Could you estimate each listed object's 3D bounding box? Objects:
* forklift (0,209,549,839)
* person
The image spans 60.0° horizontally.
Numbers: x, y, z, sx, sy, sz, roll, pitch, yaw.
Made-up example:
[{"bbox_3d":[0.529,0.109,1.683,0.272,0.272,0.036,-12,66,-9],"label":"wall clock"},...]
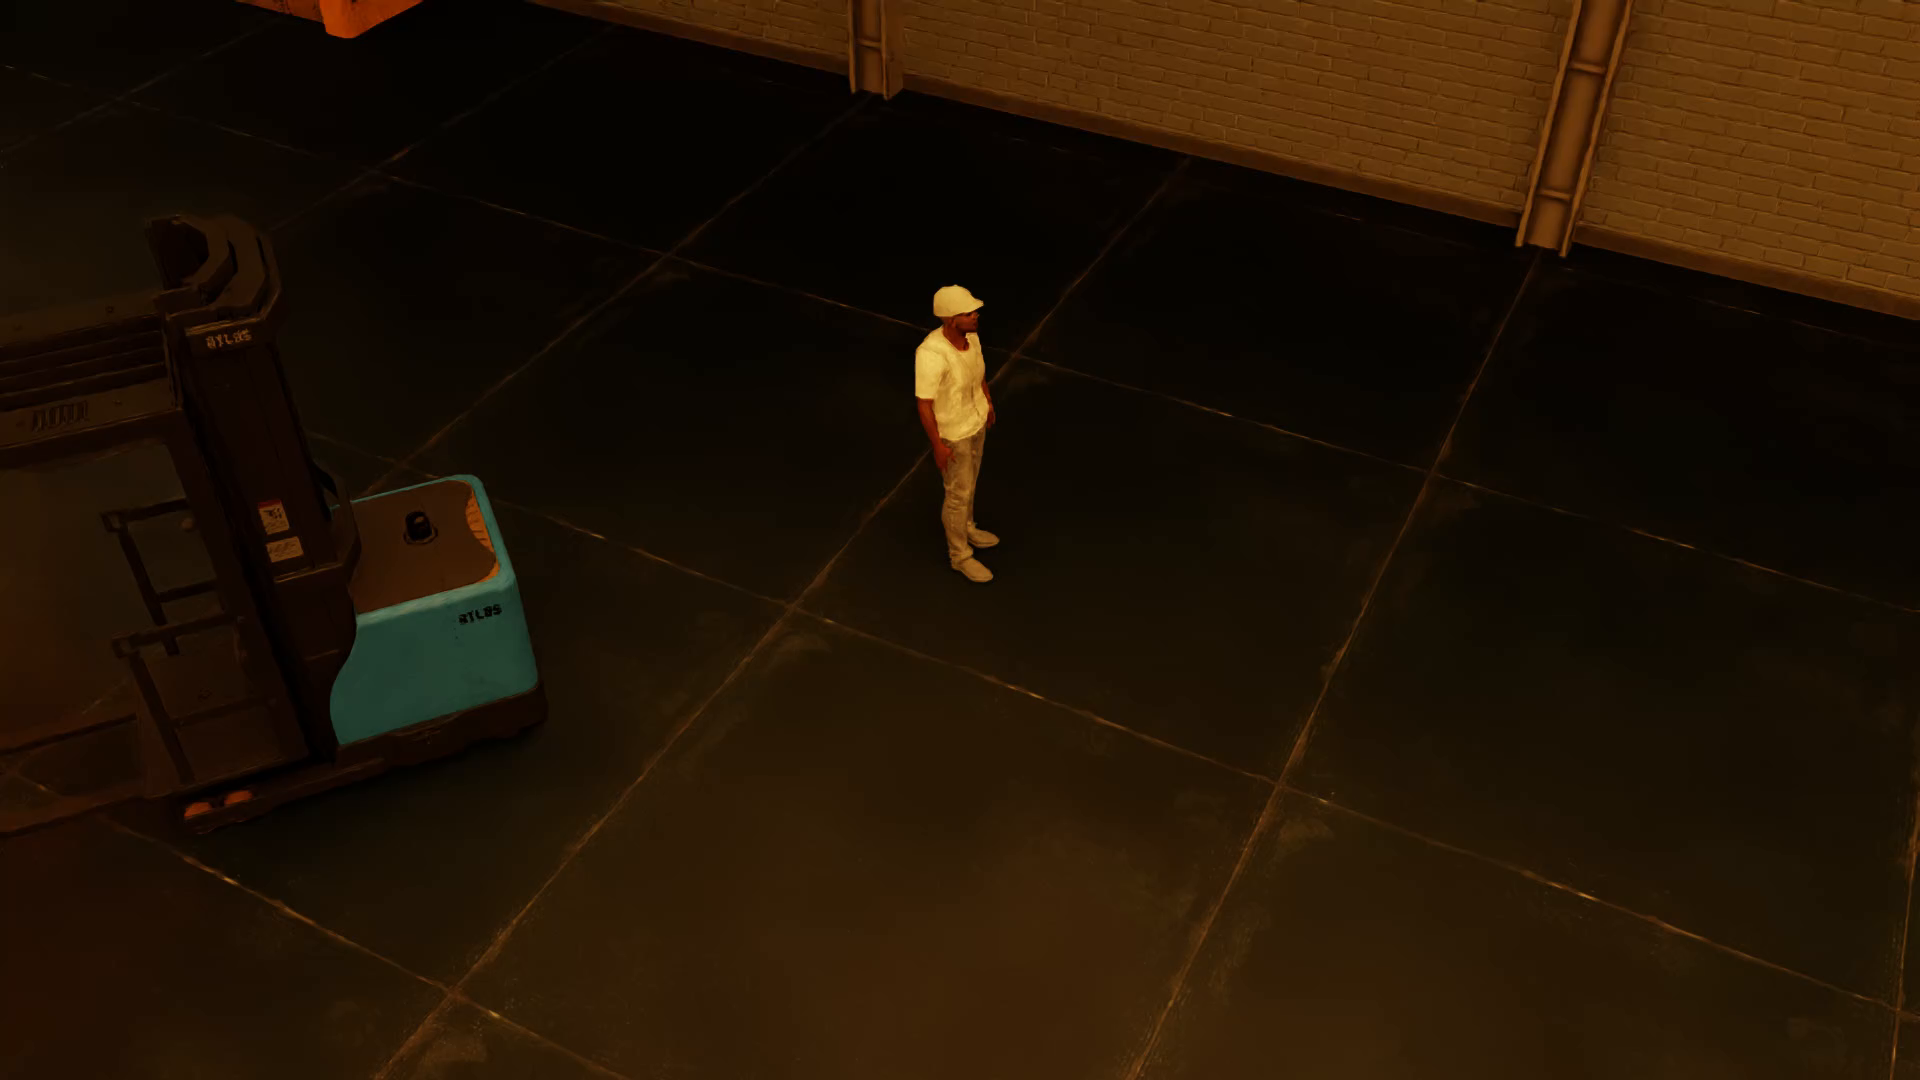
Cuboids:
[{"bbox_3d":[-3.803,-0.013,8.002,3.031,2.935,1.130,-16,43,-18],"label":"forklift"},{"bbox_3d":[0.059,-0.655,9.662,0.576,1.760,0.665,18,43,21],"label":"person"}]
